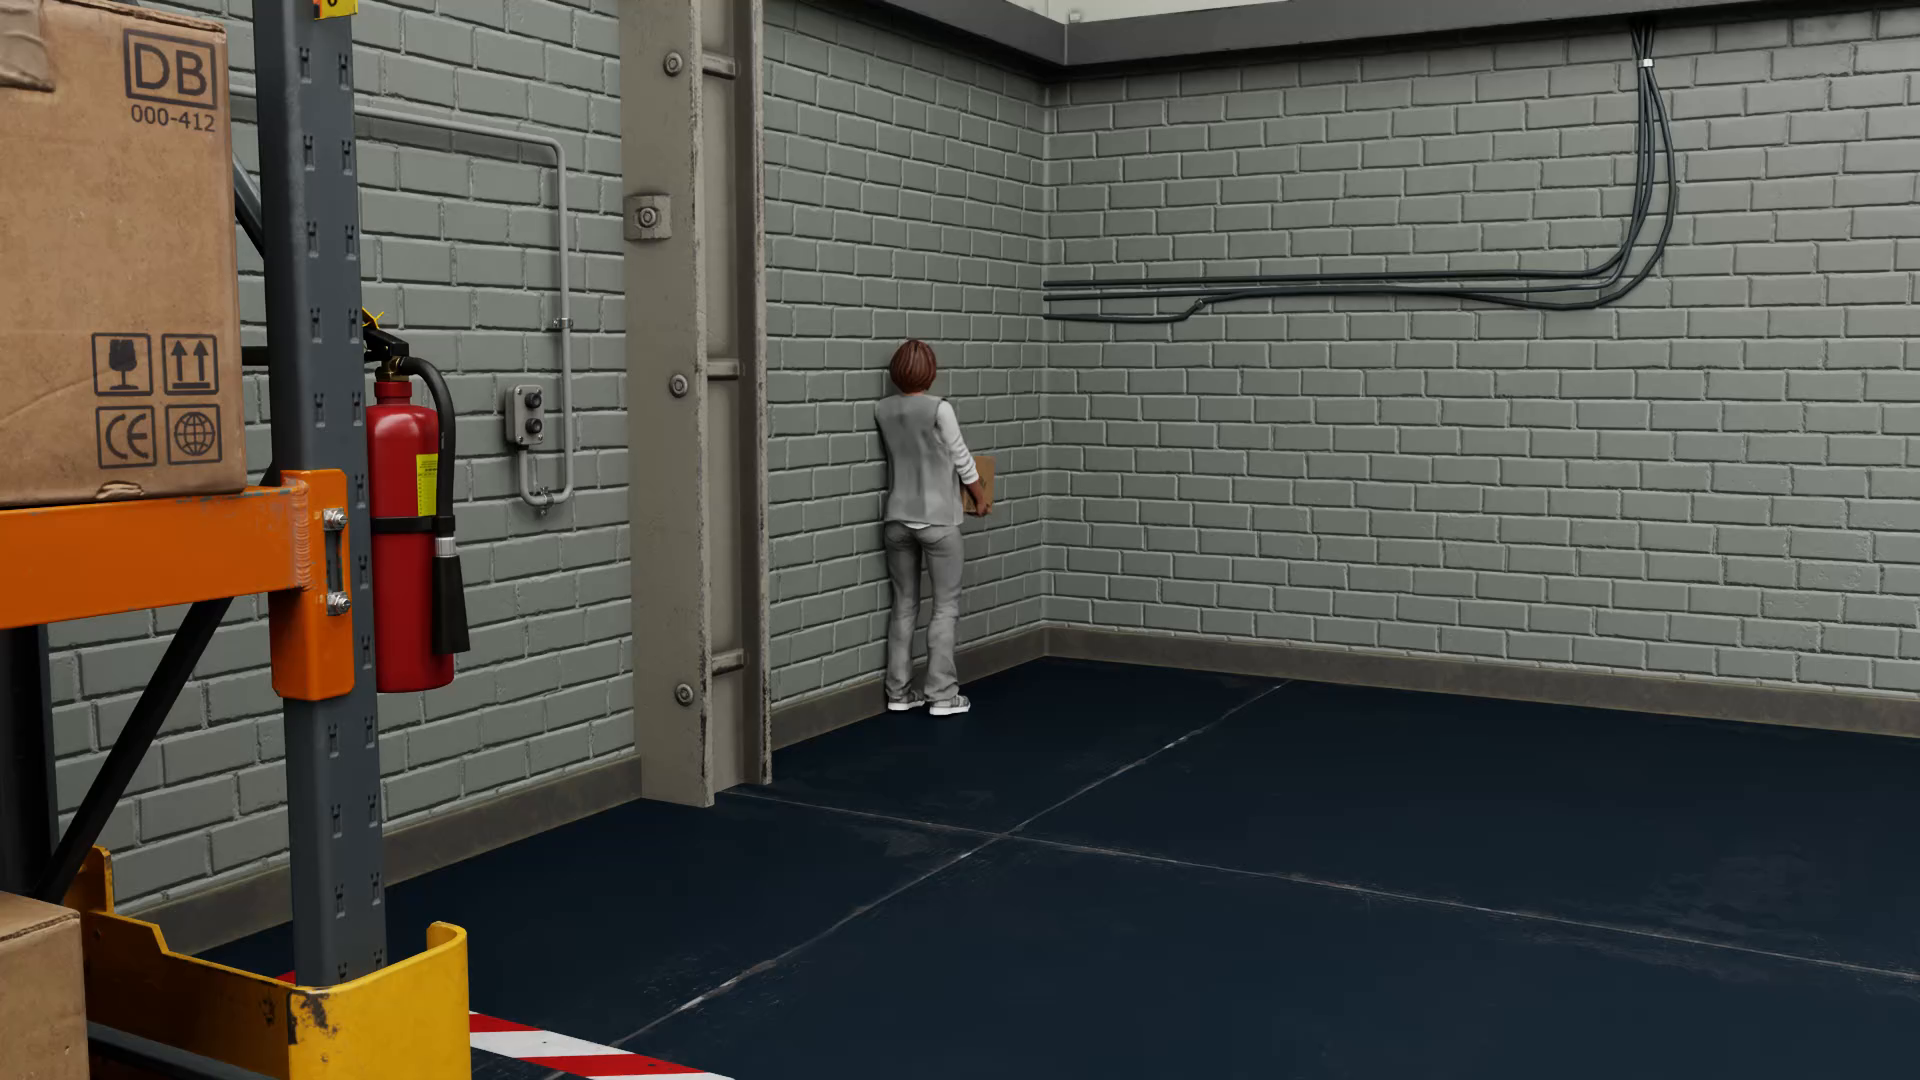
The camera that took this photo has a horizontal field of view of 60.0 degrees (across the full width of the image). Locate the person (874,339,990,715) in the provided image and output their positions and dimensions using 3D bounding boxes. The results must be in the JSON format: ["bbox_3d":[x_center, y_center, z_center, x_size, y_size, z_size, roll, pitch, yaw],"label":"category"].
[{"bbox_3d":[-0.110,-0.059,7.141,0.404,1.593,0.494,4,7,30],"label":"person"}]
